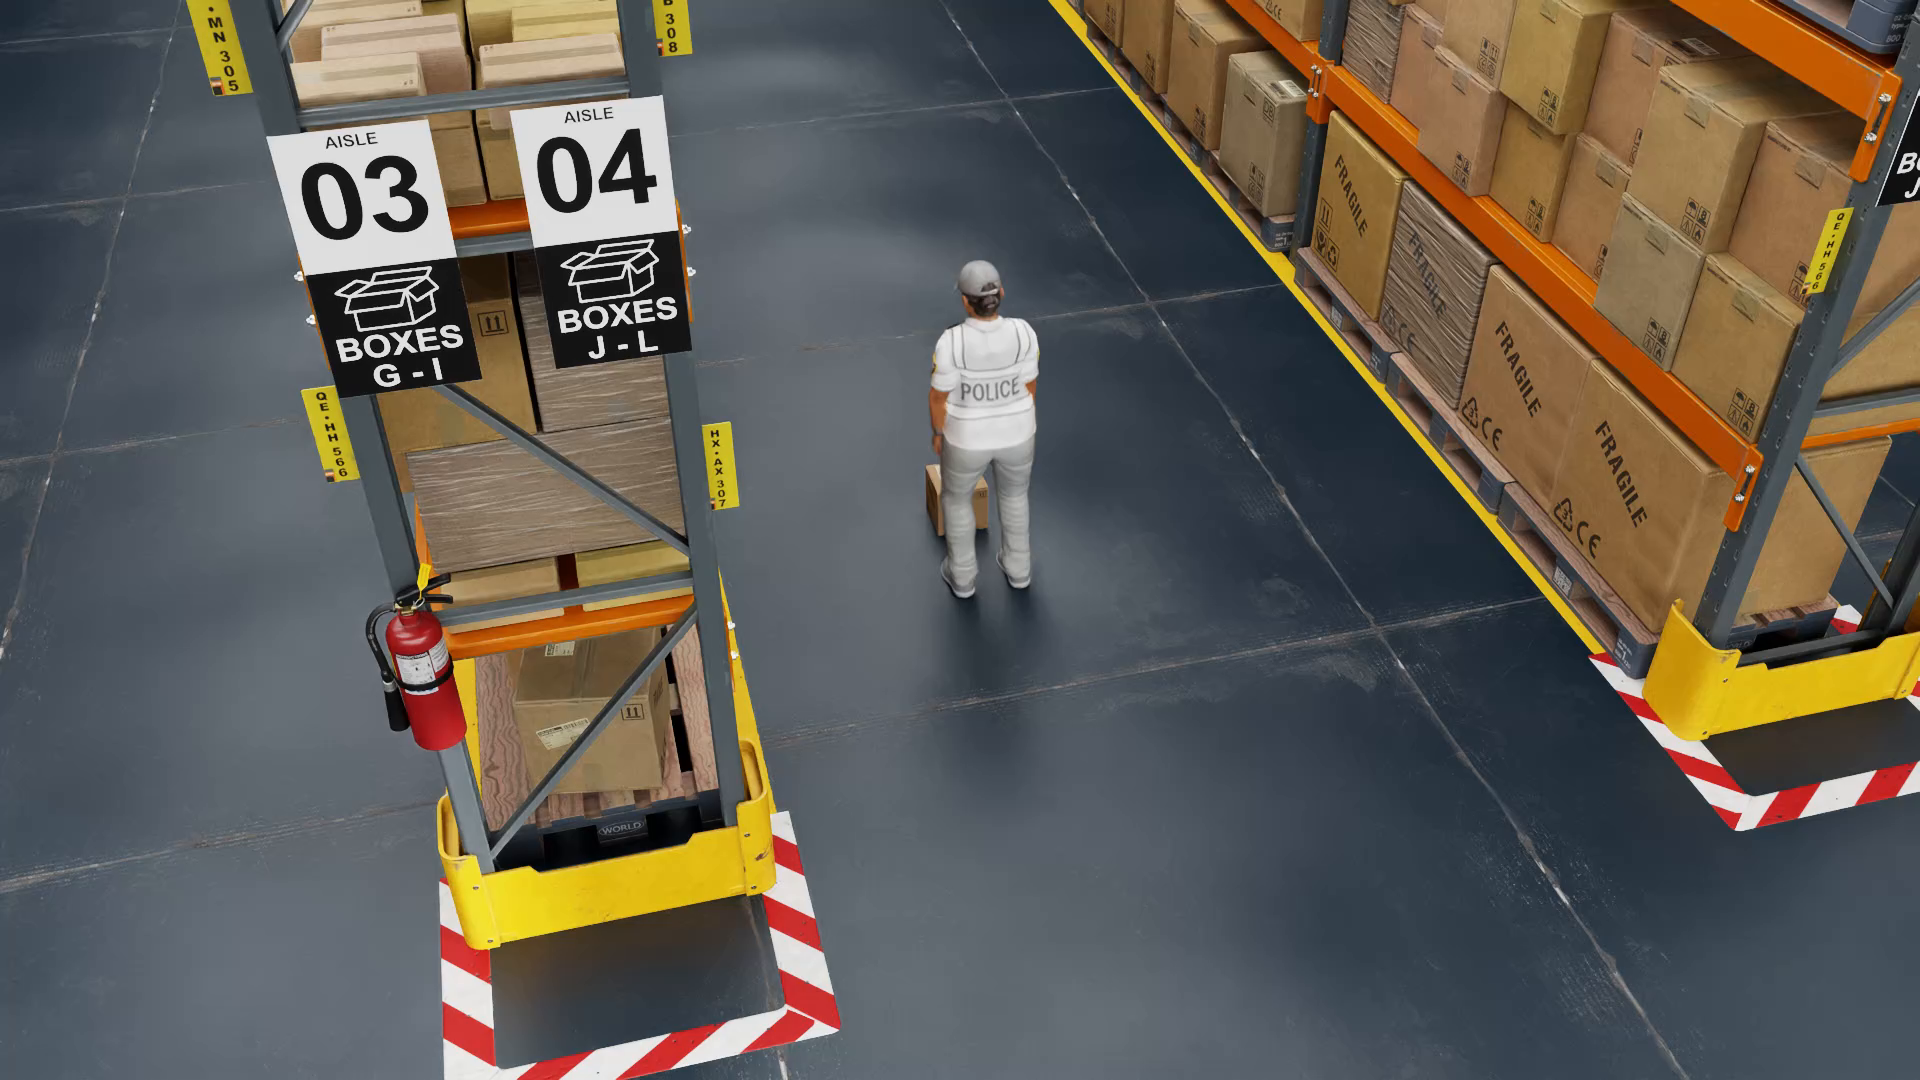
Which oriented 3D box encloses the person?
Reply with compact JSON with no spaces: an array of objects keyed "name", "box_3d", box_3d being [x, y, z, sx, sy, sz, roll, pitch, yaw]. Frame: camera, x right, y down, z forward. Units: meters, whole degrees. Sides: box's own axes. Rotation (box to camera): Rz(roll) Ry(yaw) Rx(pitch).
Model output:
[{"name":"person","box_3d":[0.095,-0.465,7.315,0.475,1.652,0.394,-9,39,-11]}]
